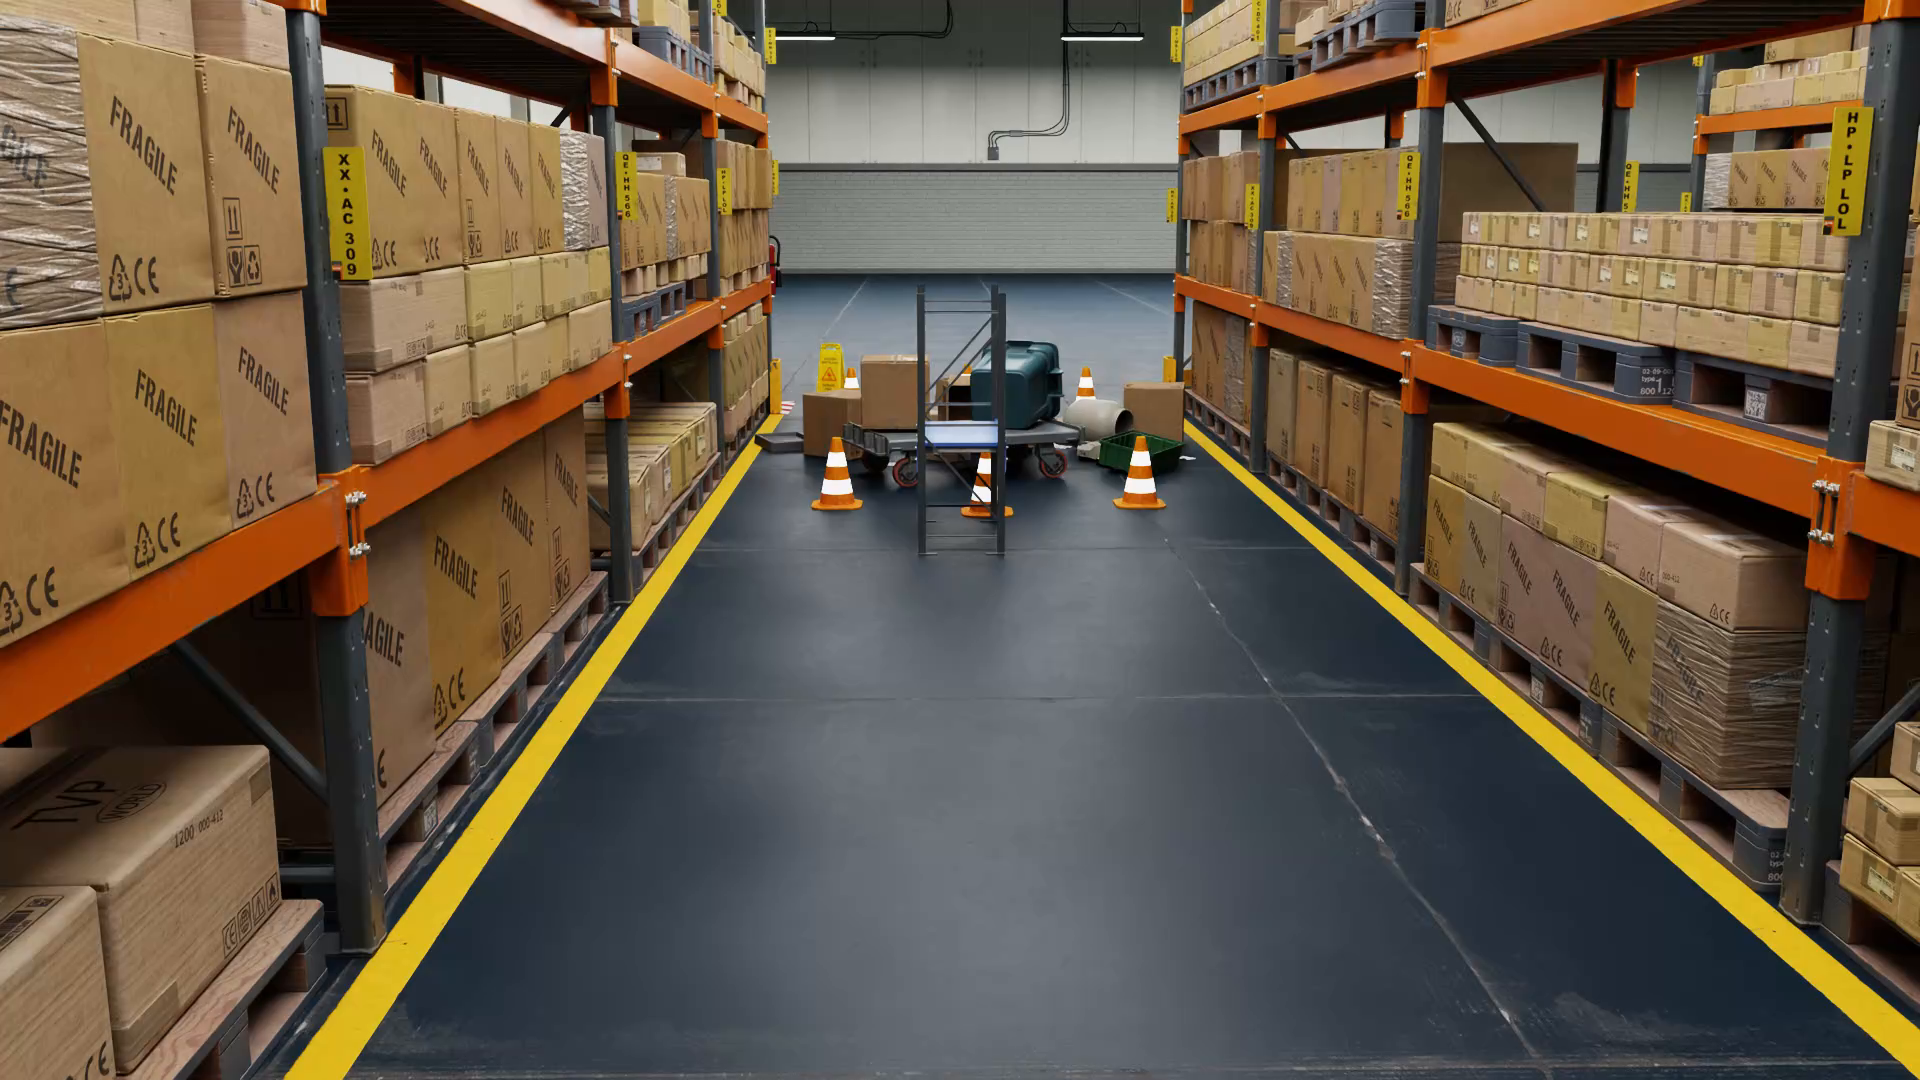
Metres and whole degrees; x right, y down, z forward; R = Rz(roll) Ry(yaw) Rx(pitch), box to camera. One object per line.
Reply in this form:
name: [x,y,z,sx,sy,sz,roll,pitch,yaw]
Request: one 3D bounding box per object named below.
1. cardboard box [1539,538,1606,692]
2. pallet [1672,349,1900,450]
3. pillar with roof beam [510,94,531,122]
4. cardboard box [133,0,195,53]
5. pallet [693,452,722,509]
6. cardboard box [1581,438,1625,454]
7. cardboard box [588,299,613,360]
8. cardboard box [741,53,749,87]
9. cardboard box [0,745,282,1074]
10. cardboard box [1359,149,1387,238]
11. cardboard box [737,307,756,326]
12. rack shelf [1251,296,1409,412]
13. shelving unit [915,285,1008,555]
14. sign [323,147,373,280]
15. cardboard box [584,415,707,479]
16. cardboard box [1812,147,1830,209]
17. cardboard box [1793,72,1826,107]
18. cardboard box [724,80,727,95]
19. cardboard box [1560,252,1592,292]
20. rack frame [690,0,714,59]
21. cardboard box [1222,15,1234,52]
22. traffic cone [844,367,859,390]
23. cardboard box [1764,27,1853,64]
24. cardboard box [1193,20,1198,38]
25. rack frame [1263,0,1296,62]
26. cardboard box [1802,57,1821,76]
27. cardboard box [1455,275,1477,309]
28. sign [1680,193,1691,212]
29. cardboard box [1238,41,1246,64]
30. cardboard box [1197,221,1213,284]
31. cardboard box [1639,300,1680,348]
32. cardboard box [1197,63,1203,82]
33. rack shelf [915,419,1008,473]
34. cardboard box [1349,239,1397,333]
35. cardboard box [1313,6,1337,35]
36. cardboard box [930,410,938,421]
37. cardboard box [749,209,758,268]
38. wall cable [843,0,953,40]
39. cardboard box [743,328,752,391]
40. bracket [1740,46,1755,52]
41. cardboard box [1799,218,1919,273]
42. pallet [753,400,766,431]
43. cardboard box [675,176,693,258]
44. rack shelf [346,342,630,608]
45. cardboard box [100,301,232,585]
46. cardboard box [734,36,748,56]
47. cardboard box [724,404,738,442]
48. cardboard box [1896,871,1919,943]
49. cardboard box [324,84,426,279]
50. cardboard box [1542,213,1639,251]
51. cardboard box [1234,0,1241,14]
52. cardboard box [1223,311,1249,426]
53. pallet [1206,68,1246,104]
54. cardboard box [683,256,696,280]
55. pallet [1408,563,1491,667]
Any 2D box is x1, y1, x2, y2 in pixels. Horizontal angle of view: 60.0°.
cardboard box: [2.575,0.277,6.379,0.500,0.500,0.500,0,11,-2]
pallet: [2.989,-0.450,5.218,1.003,0.211,1.213,0,11,-1]
pillar with roof beam: [-4.253,-9.110,32.328,9.100,9.000,0.400,0,11,-1]
cardboard box: [-1.866,-1.096,3.518,0.380,0.149,0.250,0,11,0]
pallet: [-2.236,-0.420,11.600,1.003,0.211,1.213,0,11,-1]
cardboard box: [3.074,-0.300,7.339,0.500,0.250,0.500,0,11,0]
cardboard box: [-1.901,-0.974,7.691,0.500,0.250,0.500,-1,11,-3]
cardboard box: [-2.019,-3.875,13.701,0.500,0.250,0.500,0,11,-1]
cardboard box: [-2.182,0.824,3.843,0.875,0.438,0.875,0,11,-2]
cardboard box: [2.752,-2.018,9.695,0.700,0.500,0.500,0,11,-2]
cardboard box: [-1.978,-1.947,14.455,0.380,0.149,0.250,0,11,1]
rack shelf: [2.735,-1.232,10.397,1.077,0.370,4.000,0,11,-1]
shelving unit: [-0.002,-0.752,9.994,0.538,1.500,1.048,0,11,-1]
sign: [-1.533,-0.817,4.166,0.100,0.325,0.005,0,11,-1]
cardboard box: [-2.222,-0.613,11.087,0.950,0.372,0.625,0,11,2]
cardboard box: [7.349,-2.954,13.563,0.500,0.500,0.500,0,11,-1]
cardboard box: [7.362,-3.773,13.945,0.500,0.250,0.500,0,11,1]
cardboard box: [-2.039,-3.556,13.130,0.380,0.149,0.250,-1,11,-3]
cardboard box: [2.614,-1.063,6.580,0.380,0.149,0.250,0,11,-2]
rack frame: [-2.253,-4.882,11.490,1.000,3.000,0.127,0,11,-1]
cardboard box: [2.408,-4.076,13.383,0.500,0.250,0.500,0,11,-2]
traffic cone: [-1.037,-1.413,15.862,0.336,0.463,0.334,0,11,-1]
cardboard box: [7.333,-4.391,14.358,0.500,0.500,0.500,0,11,-1]
cardboard box: [2.309,-4.602,14.971,0.380,0.149,0.250,0,11,-2]
rack frame: [2.694,-4.922,11.689,1.000,3.000,0.127,0,11,-1]
cardboard box: [7.391,-4.006,14.090,0.380,0.149,0.250,0,11,-2]
cardboard box: [2.584,-1.180,7.907,0.380,0.149,0.250,0,11,-2]
sign: [7.030,-3.200,16.109,0.100,0.325,0.005,0,11,-1]
cardboard box: [2.354,-3.757,12.811,0.380,0.149,0.250,0,11,0]
cardboard box: [2.583,-2.556,14.737,0.875,0.550,0.550,0,11,-1]
cardboard box: [2.627,-0.759,5.832,0.380,0.149,0.250,-1,11,-4]
cardboard box: [2.314,-4.159,14.794,0.380,0.149,0.250,0,11,-1]
rack shelf: [-0.002,-0.576,10.029,0.538,0.185,1.000,0,11,-1]
cardboard box: [2.490,-1.424,9.281,0.500,0.500,0.500,0,11,-1]
cardboard box: [2.463,-3.304,10.582,0.380,0.149,0.250,0,11,-1]
cardboard box: [-0.289,-1.088,15.046,0.380,0.149,0.250,6,13,28]
cardboard box: [-2.037,-2.626,14.459,0.500,0.500,0.500,0,11,-1]
wall cable: [-1.745,-15.275,46.384,3.097,2.526,0.112,0,11,-1]
cardboard box: [-2.027,-1.495,13.859,0.500,0.500,0.500,0,11,2]
bracket: [22.276,-13.923,47.001,0.235,0.232,0.430,0,11,-1]
cardboard box: [2.655,-0.845,4.760,0.380,0.149,0.250,0,11,1]
pallet: [-2.353,-1.194,15.411,1.003,0.211,1.213,0,11,-1]
cardboard box: [-1.998,-2.050,10.565,0.500,0.500,0.500,0,11,1]
rack shelf: [-2.129,-0.397,6.279,1.077,0.370,4.000,0,11,-1]
cardboard box: [-1.807,-0.207,3.284,0.500,0.500,0.500,-1,11,-3]
cardboard box: [-1.968,-4.104,13.825,0.380,0.149,0.250,0,11,0]
cardboard box: [-1.995,-0.918,12.901,0.500,0.250,0.500,-1,11,-4]
cardboard box: [2.551,0.926,4.064,0.380,0.149,0.250,0,11,1]
cardboard box: [-1.810,-0.979,4.575,0.500,0.500,0.500,0,11,0]
cardboard box: [2.613,-1.260,6.805,0.380,0.149,0.250,0,11,1]
cardboard box: [2.353,-4.196,12.972,0.380,0.149,0.250,0,11,0]
cardboard box: [2.728,-1.451,13.956,0.875,0.875,0.875,0,11,-1]
pallet: [2.665,-3.813,13.990,1.003,0.211,1.213,0,11,-1]
cardboard box: [-1.929,-1.769,10.811,0.380,0.149,0.250,0,11,-1]
pallet: [2.791,0.335,7.878,1.003,0.211,1.213,0,11,-1]
